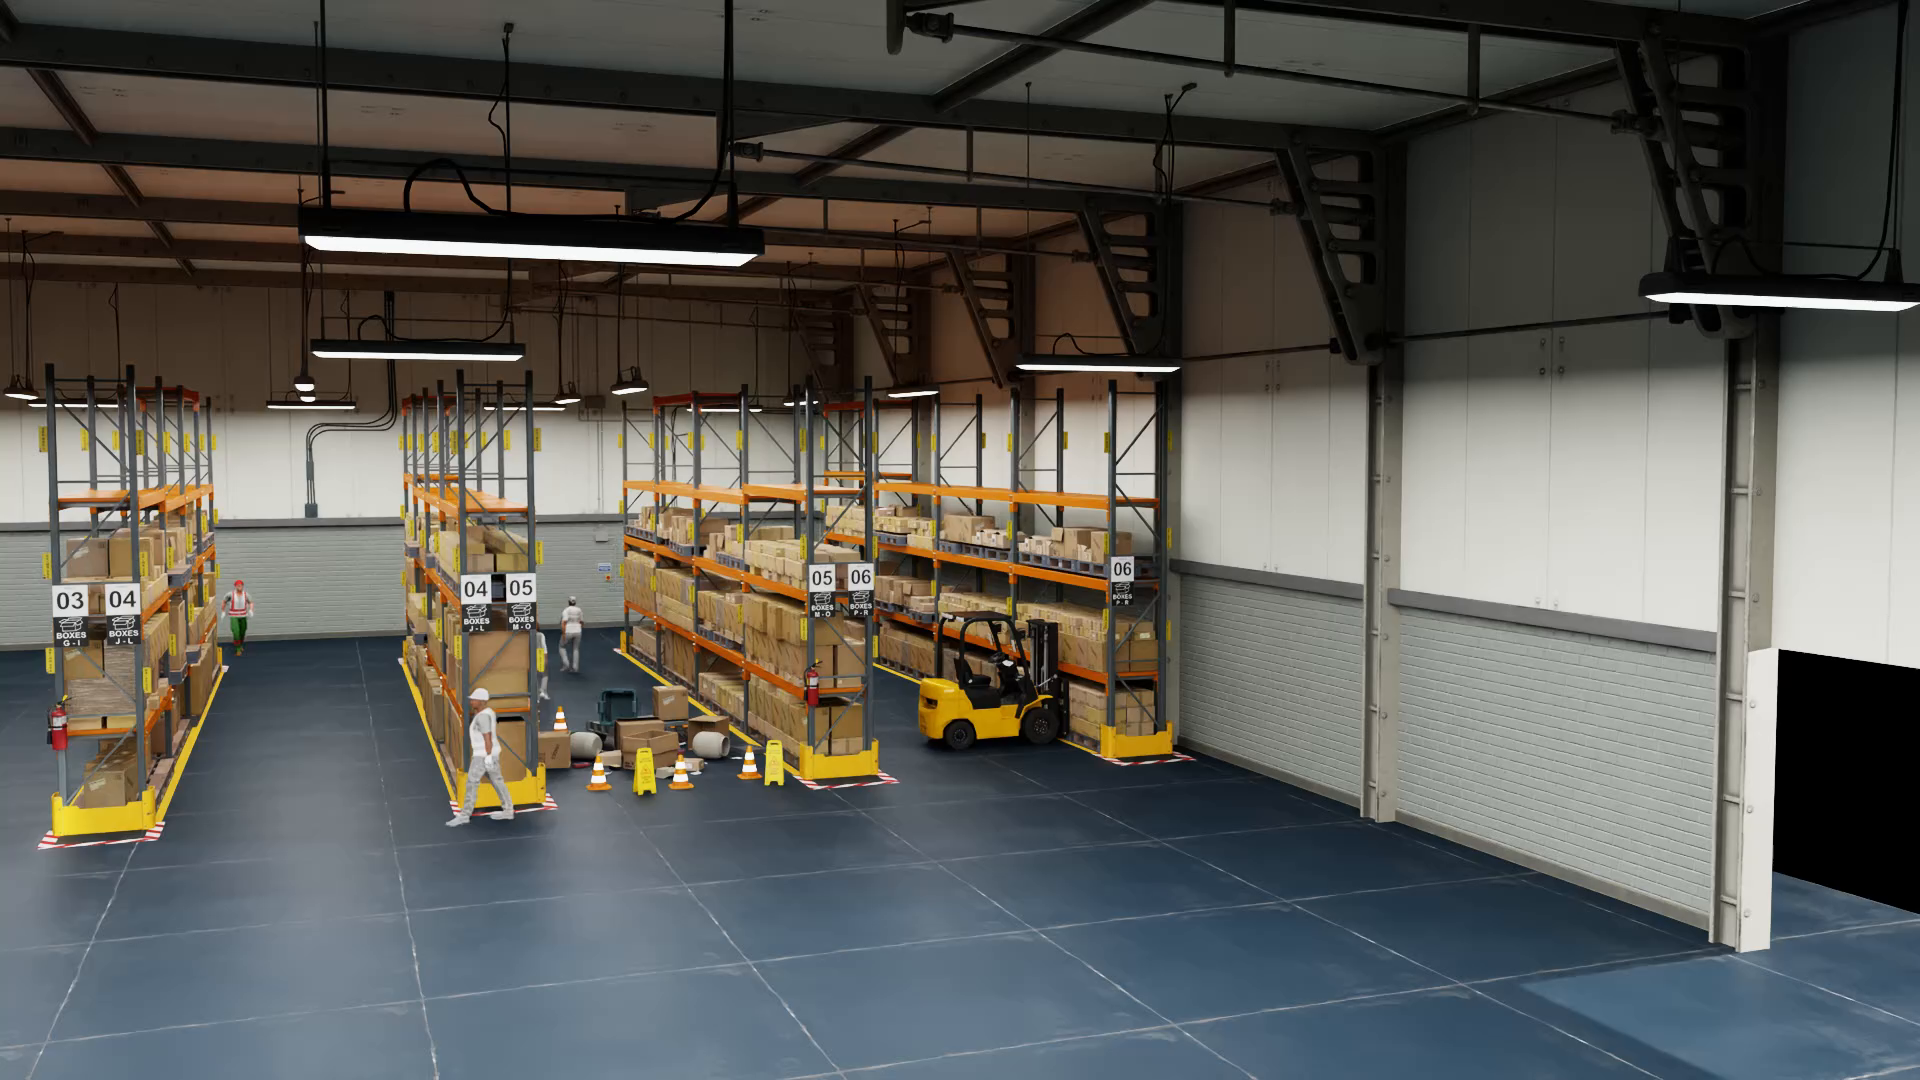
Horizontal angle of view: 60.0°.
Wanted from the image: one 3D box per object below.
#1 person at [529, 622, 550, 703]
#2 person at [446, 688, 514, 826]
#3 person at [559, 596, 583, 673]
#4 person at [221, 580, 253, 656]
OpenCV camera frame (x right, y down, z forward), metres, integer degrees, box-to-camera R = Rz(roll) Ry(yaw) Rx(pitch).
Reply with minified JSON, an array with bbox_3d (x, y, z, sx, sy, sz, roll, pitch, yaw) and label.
[{"bbox_3d":[-8.102,2.342,31.858,0.470,1.590,0.470,-1,3,-11],"label":"person"},{"bbox_3d":[-6.303,2.831,21.891,0.820,1.760,0.580,0,3,-1],"label":"person"},{"bbox_3d":[-8.459,2.054,36.183,0.522,1.668,0.454,-2,4,-34],"label":"person"},{"bbox_3d":[-17.071,1.821,39.281,0.710,1.778,0.814,-2,4,-34],"label":"person"}]
